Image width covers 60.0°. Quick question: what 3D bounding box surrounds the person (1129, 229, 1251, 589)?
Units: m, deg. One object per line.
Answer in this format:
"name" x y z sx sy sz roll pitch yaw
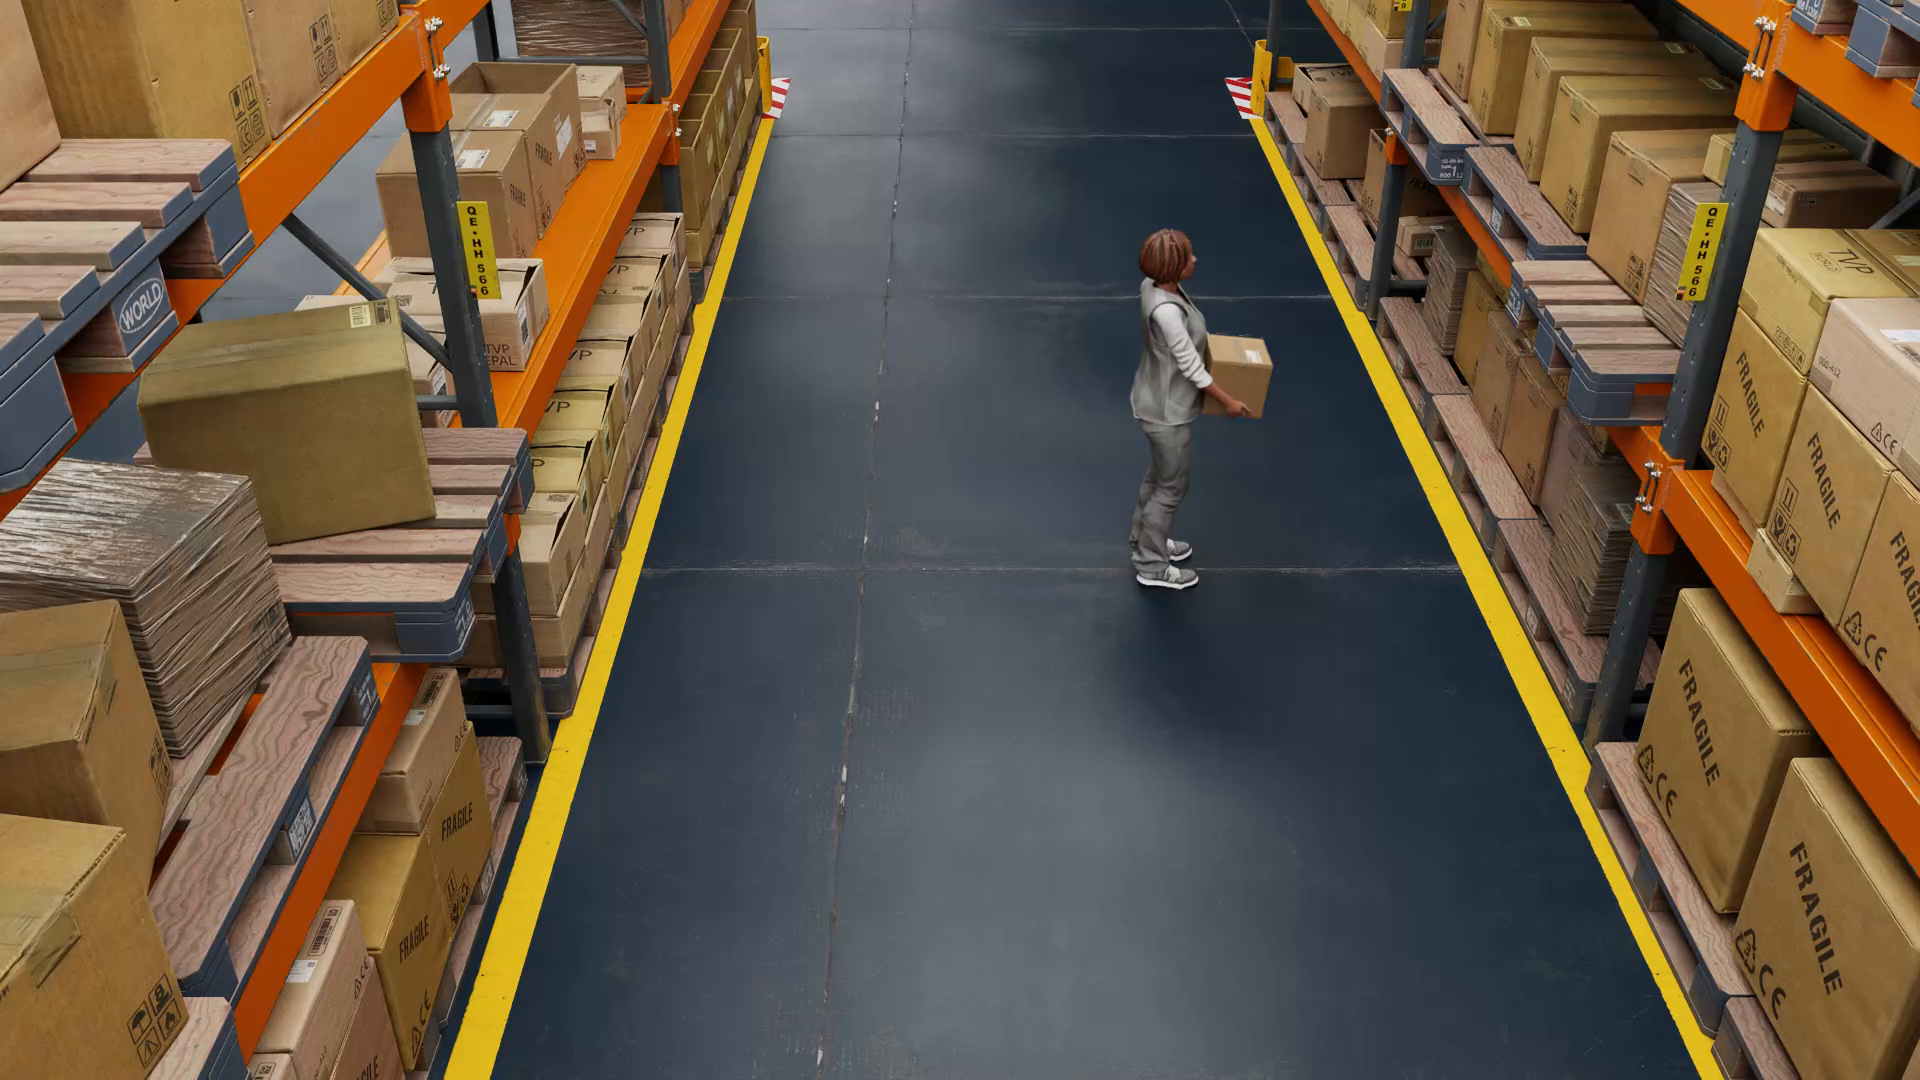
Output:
"person" 0.960 -0.552 7.028 0.486 1.595 0.412 0 32 0
